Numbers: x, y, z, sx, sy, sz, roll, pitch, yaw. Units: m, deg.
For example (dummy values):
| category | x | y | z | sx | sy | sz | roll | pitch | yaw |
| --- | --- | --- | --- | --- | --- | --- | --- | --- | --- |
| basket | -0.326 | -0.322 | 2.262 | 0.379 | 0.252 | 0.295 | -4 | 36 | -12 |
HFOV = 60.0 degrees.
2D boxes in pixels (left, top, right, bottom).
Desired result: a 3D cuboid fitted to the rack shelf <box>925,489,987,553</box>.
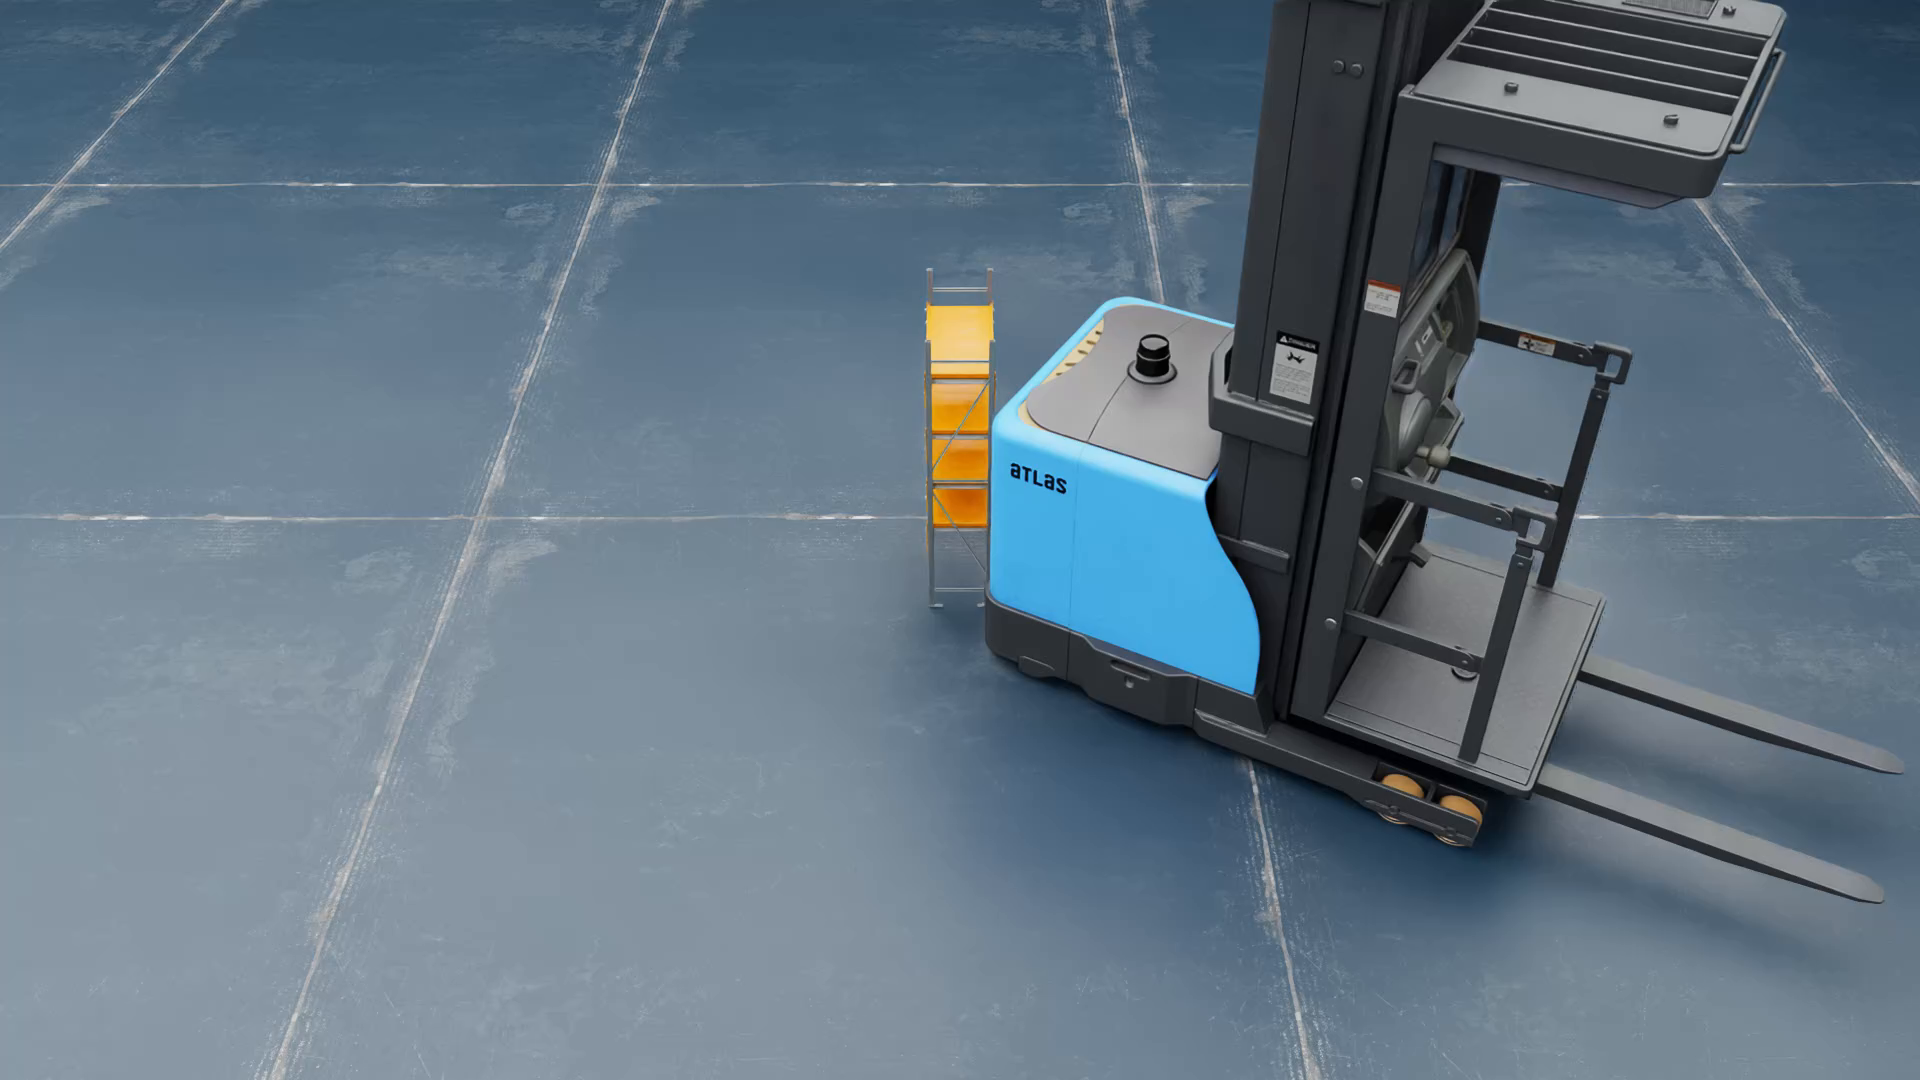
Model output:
| category | x | y | z | sx | sy | sz | roll | pitch | yaw |
| --- | --- | --- | --- | --- | --- | --- | --- | --- | --- |
| rack shelf | 0.000 | -0.157 | 6.412 | 0.258 | 0.148 | 0.480 | 0 | 39 | 0 |

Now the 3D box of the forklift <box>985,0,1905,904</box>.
| category | x | y | z | sx | sy | sz | roll | pitch | yaw |
| --- | --- | --- | --- | --- | --- | --- | --- | --- | --- |
| forklift | 1.631 | -0.517 | 5.052 | 3.031 | 2.935 | 1.130 | 19 | 43 | 22 |

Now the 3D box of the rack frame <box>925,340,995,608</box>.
| category | x | y | z | sx | sy | sz | roll | pitch | yaw |
| --- | --- | --- | --- | --- | --- | --- | --- | --- | --- |
| rack frame | 0.000 | -0.212 | 6.055 | 0.240 | 1.200 | 0.015 | 0 | 39 | 0 |

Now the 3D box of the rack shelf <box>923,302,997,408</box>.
| category | x | y | z | sx | sy | sz | roll | pitch | yaw |
| --- | --- | --- | --- | --- | --- | --- | --- | --- | --- |
| rack shelf | 0.000 | -0.671 | 6.000 | 0.258 | 0.148 | 0.480 | 0 | 39 | 0 |

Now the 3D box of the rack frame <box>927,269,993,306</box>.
| category | x | y | z | sx | sy | sz | roll | pitch | yaw |
| --- | --- | --- | --- | --- | --- | --- | --- | --- | --- |
| rack frame | 0.000 | -0.517 | 6.436 | 0.240 | 1.200 | 0.015 | 0 | 39 | 0 |

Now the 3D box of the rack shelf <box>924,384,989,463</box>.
| category | x | y | z | sx | sy | sz | roll | pitch | yaw |
| --- | --- | --- | --- | --- | --- | --- | --- | --- | --- |
| rack shelf | 0.000 | -0.487 | 6.148 | 0.258 | 0.148 | 0.480 | 0 | 39 | 0 |

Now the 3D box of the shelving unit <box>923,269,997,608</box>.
| category | x | y | z | sx | sy | sz | roll | pitch | yaw |
| --- | --- | --- | --- | --- | --- | --- | --- | --- | --- |
| shelving unit | 0.000 | -0.365 | 6.246 | 0.258 | 1.200 | 0.503 | 0 | 39 | 0 |

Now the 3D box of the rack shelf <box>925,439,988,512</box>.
| category | x | y | z | sx | sy | sz | roll | pitch | yaw |
| --- | --- | --- | --- | --- | --- | --- | --- | --- | --- |
| rack shelf | 0.000 | -0.312 | 6.288 | 0.258 | 0.148 | 0.480 | 0 | 39 | 0 |
